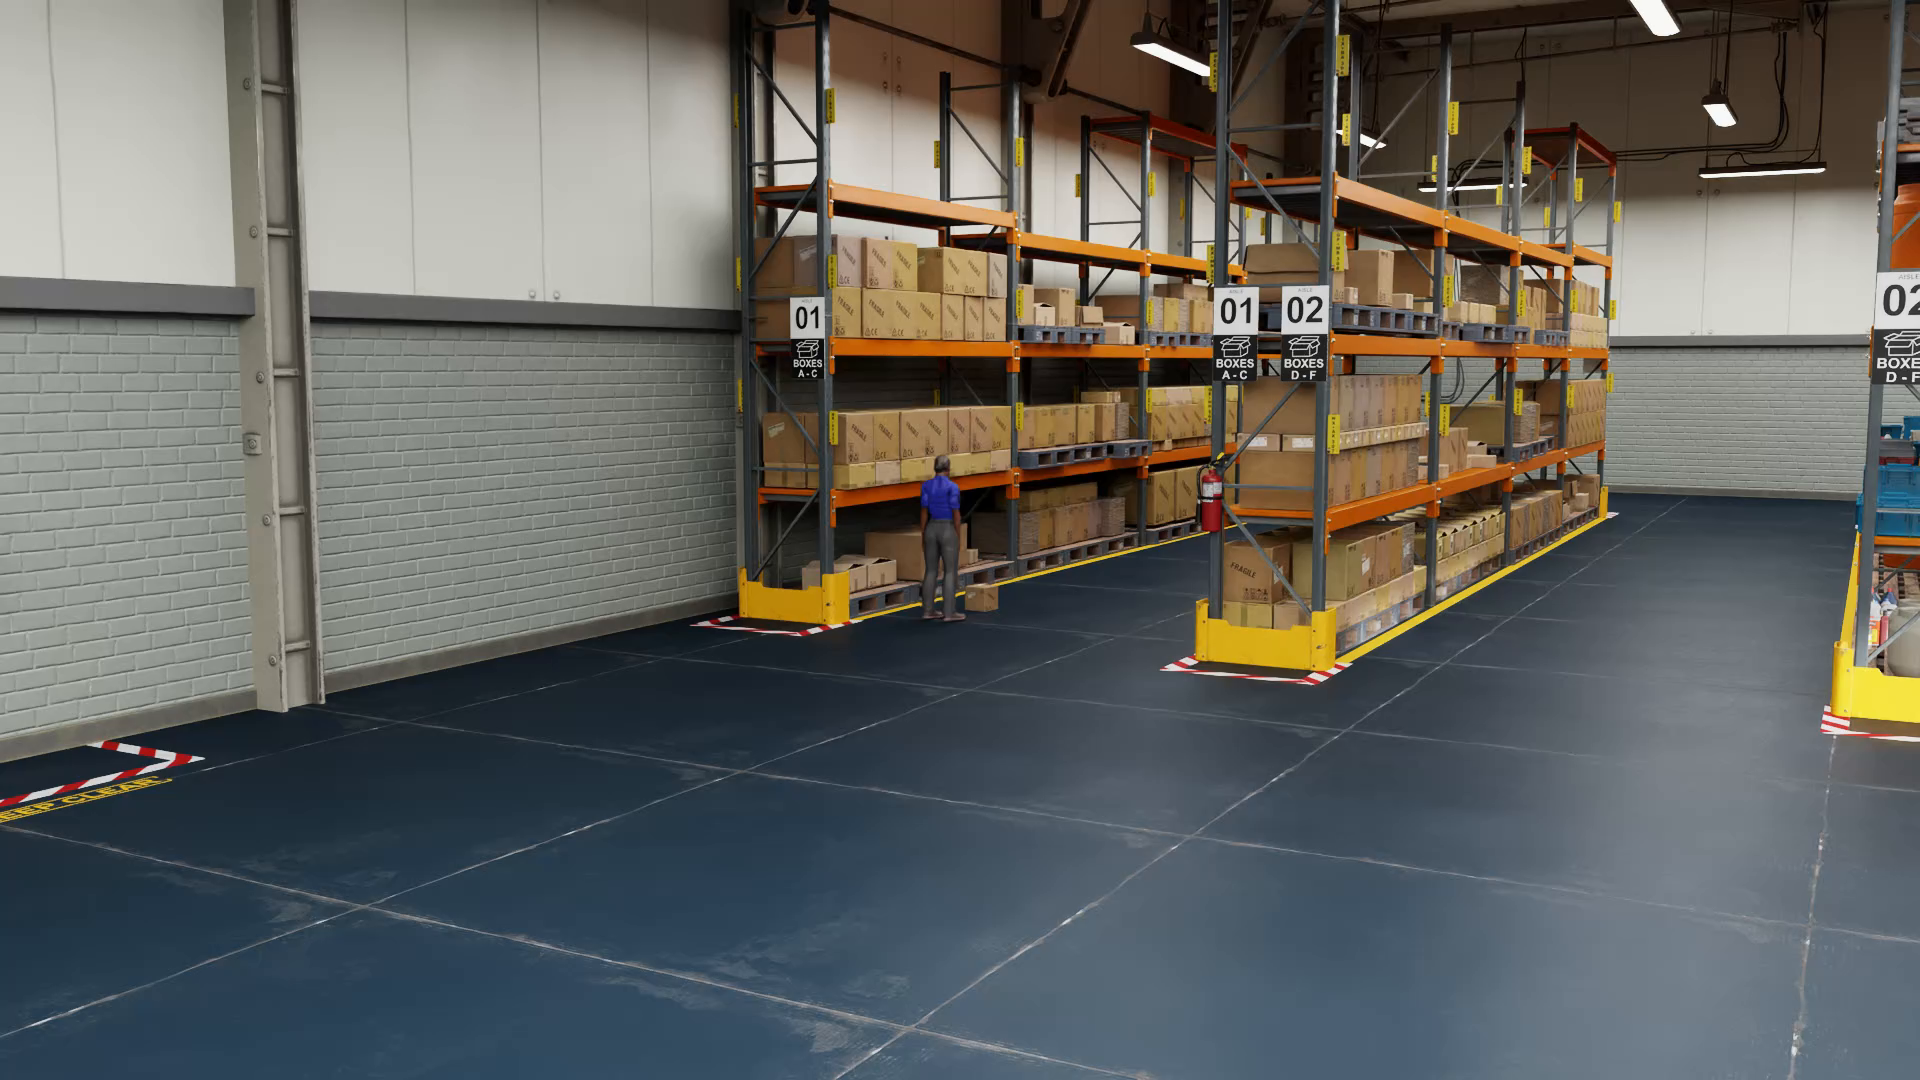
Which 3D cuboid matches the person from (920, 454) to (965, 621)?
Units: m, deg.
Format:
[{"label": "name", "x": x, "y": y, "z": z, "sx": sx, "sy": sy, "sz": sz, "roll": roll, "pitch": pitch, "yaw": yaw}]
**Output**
[{"label": "person", "x": -0.176, "y": -0.024, "z": 16.583, "sx": 0.445, "sy": 1.660, "sz": 0.329, "roll": 3, "pitch": 7, "yaw": 29}]
